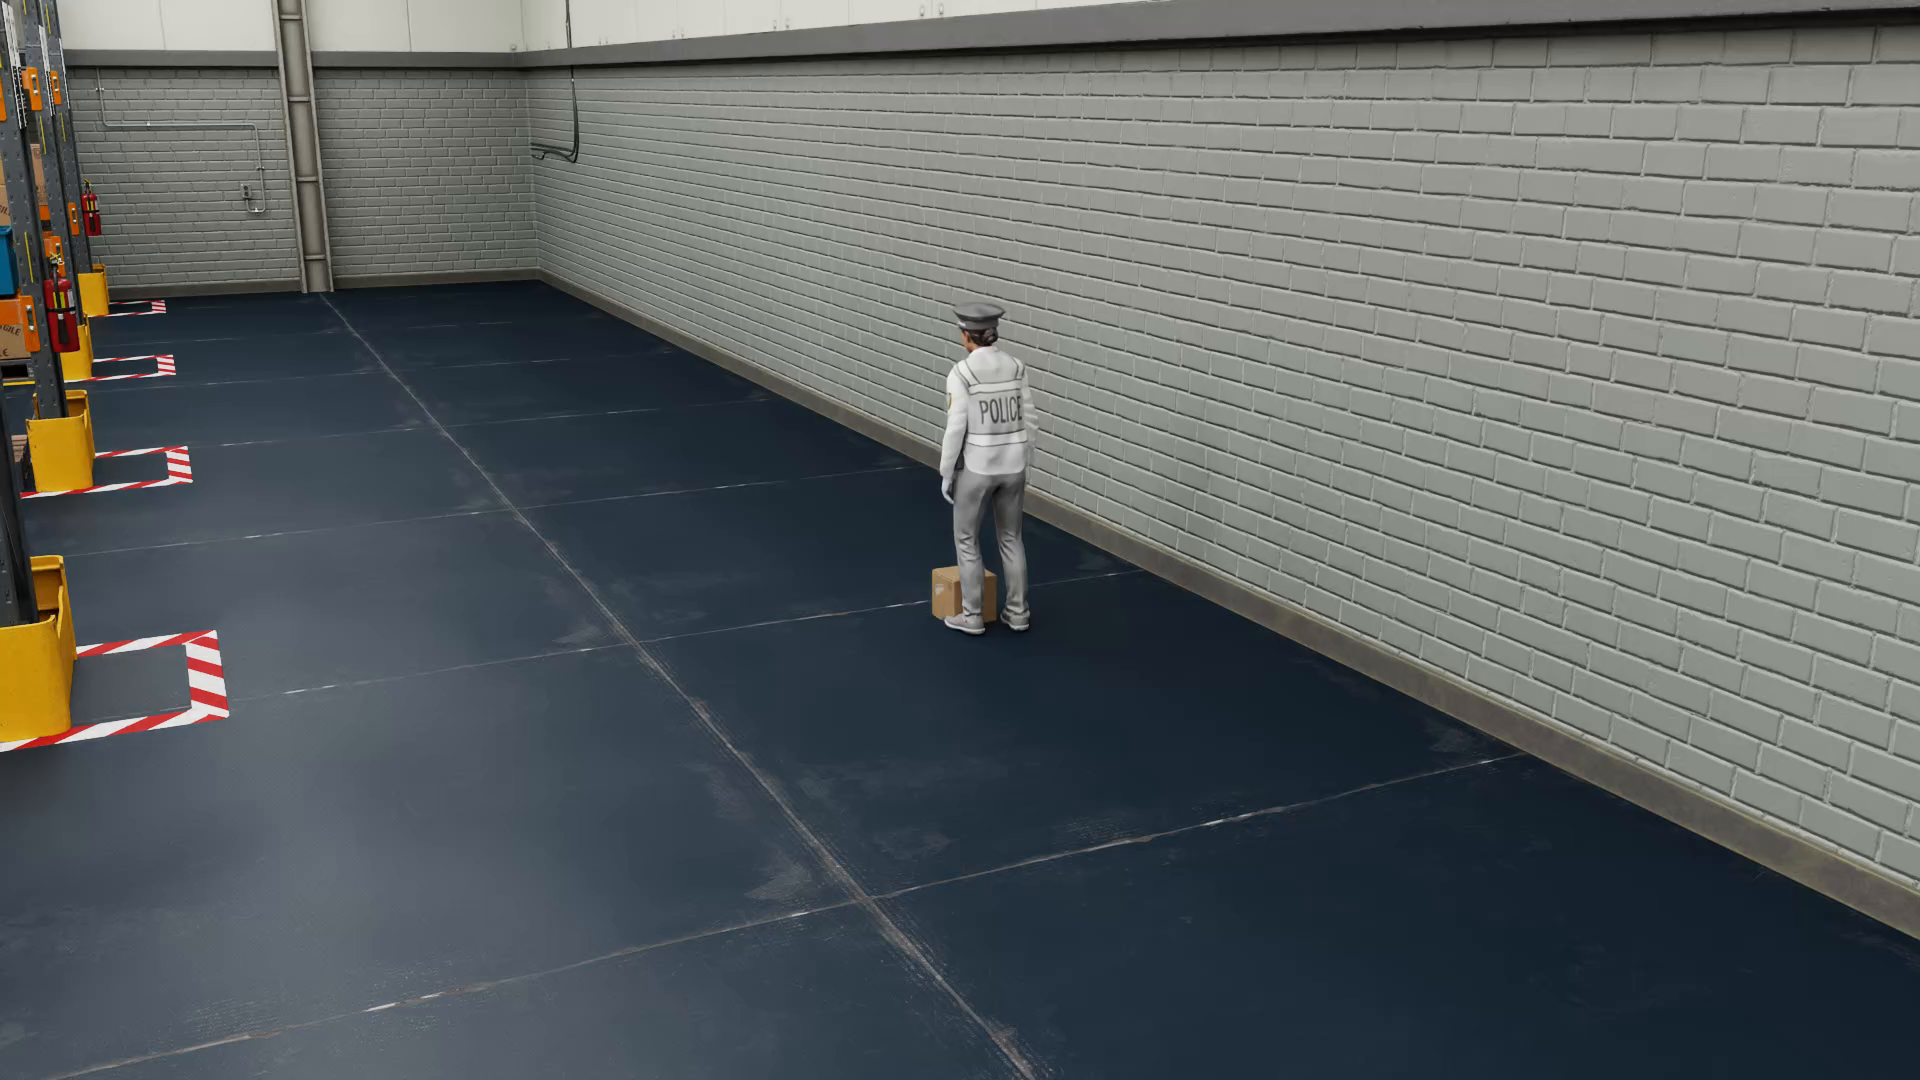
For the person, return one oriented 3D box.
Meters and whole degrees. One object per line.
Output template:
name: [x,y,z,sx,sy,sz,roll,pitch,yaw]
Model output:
person: [0.125,-0.341,8.261,0.527,1.662,0.414,-8,17,-27]
